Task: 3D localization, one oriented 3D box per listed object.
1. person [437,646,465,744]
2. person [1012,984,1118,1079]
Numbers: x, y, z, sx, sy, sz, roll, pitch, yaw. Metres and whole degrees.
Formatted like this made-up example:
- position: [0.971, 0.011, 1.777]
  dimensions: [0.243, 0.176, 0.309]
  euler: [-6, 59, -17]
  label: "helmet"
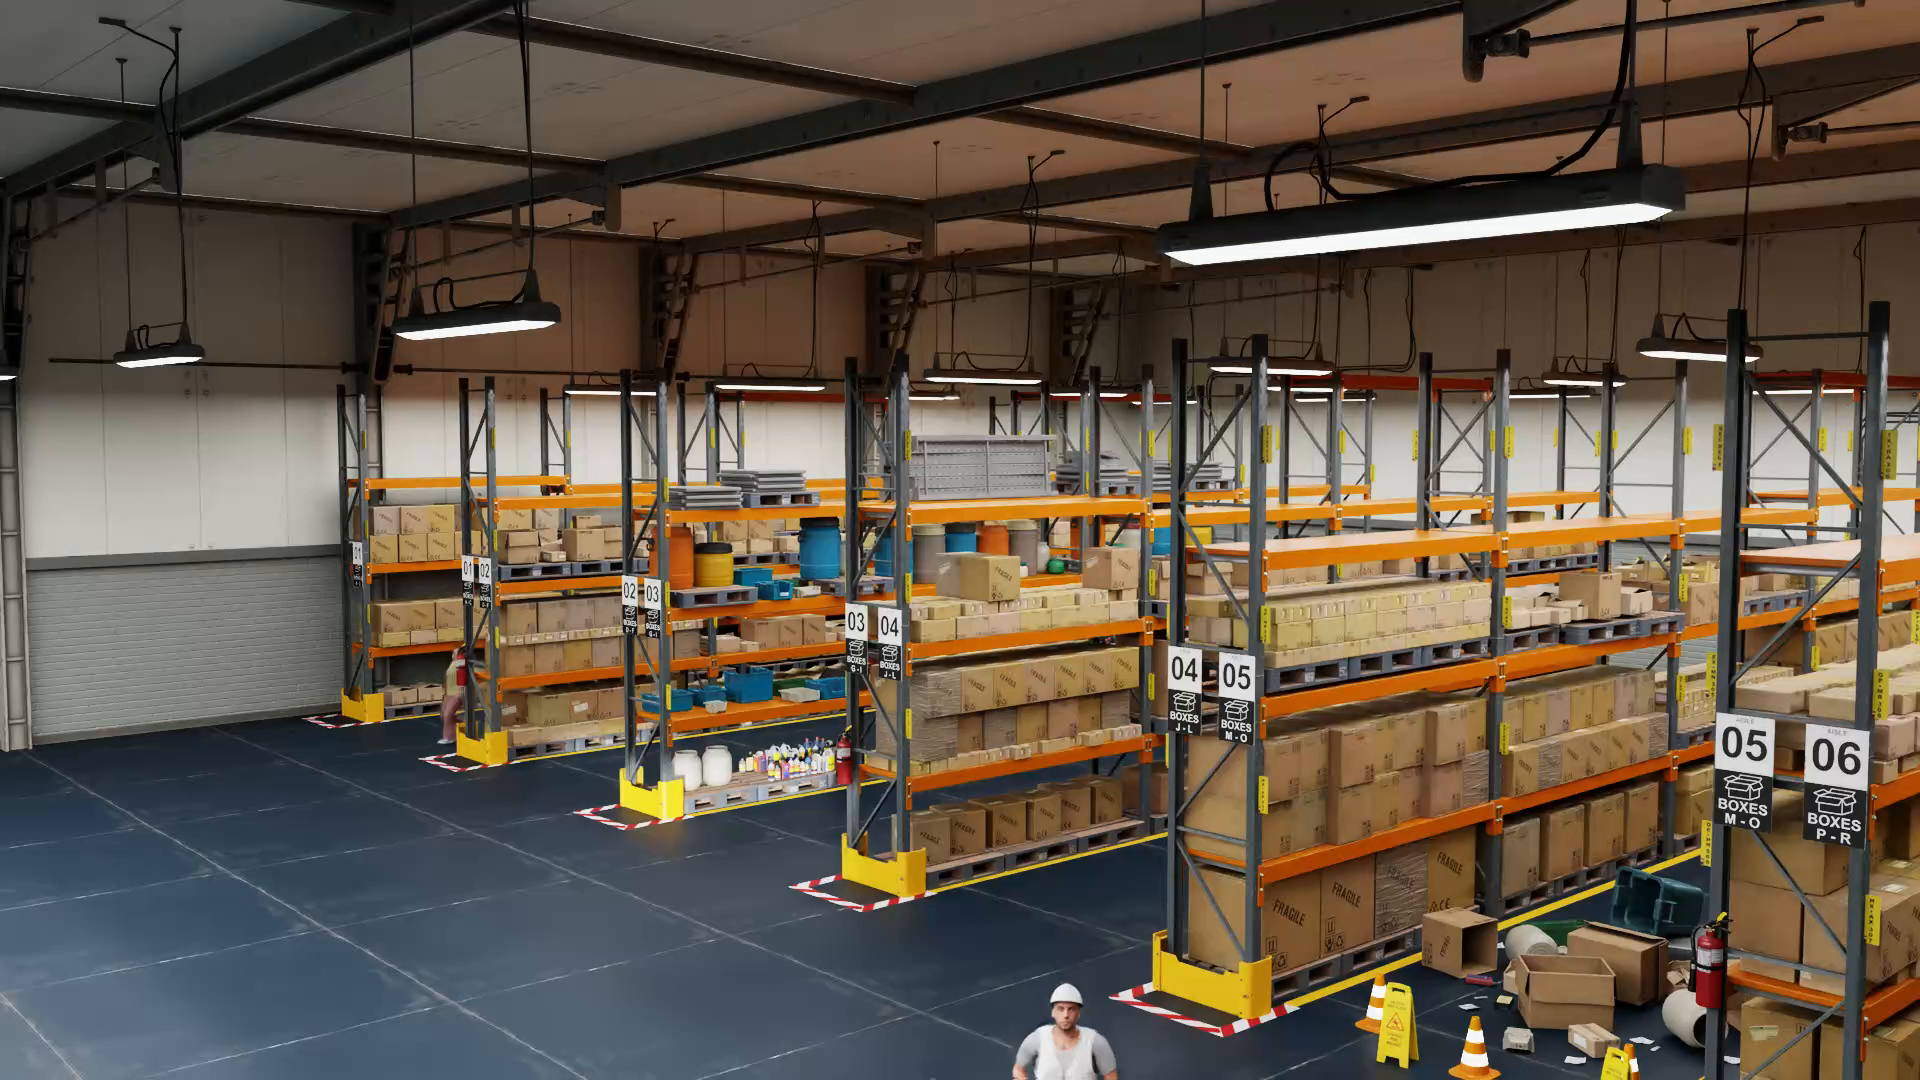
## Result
- position: [-8.265, 2.549, 27.458]
  dimensions: [0.625, 1.620, 0.625]
  euler: [2, 4, 31]
  label: "person"
- position: [0.648, 3.615, 10.311]
  dimensions: [0.661, 1.745, 0.745]
  euler: [0, 4, 6]
  label: "person"
